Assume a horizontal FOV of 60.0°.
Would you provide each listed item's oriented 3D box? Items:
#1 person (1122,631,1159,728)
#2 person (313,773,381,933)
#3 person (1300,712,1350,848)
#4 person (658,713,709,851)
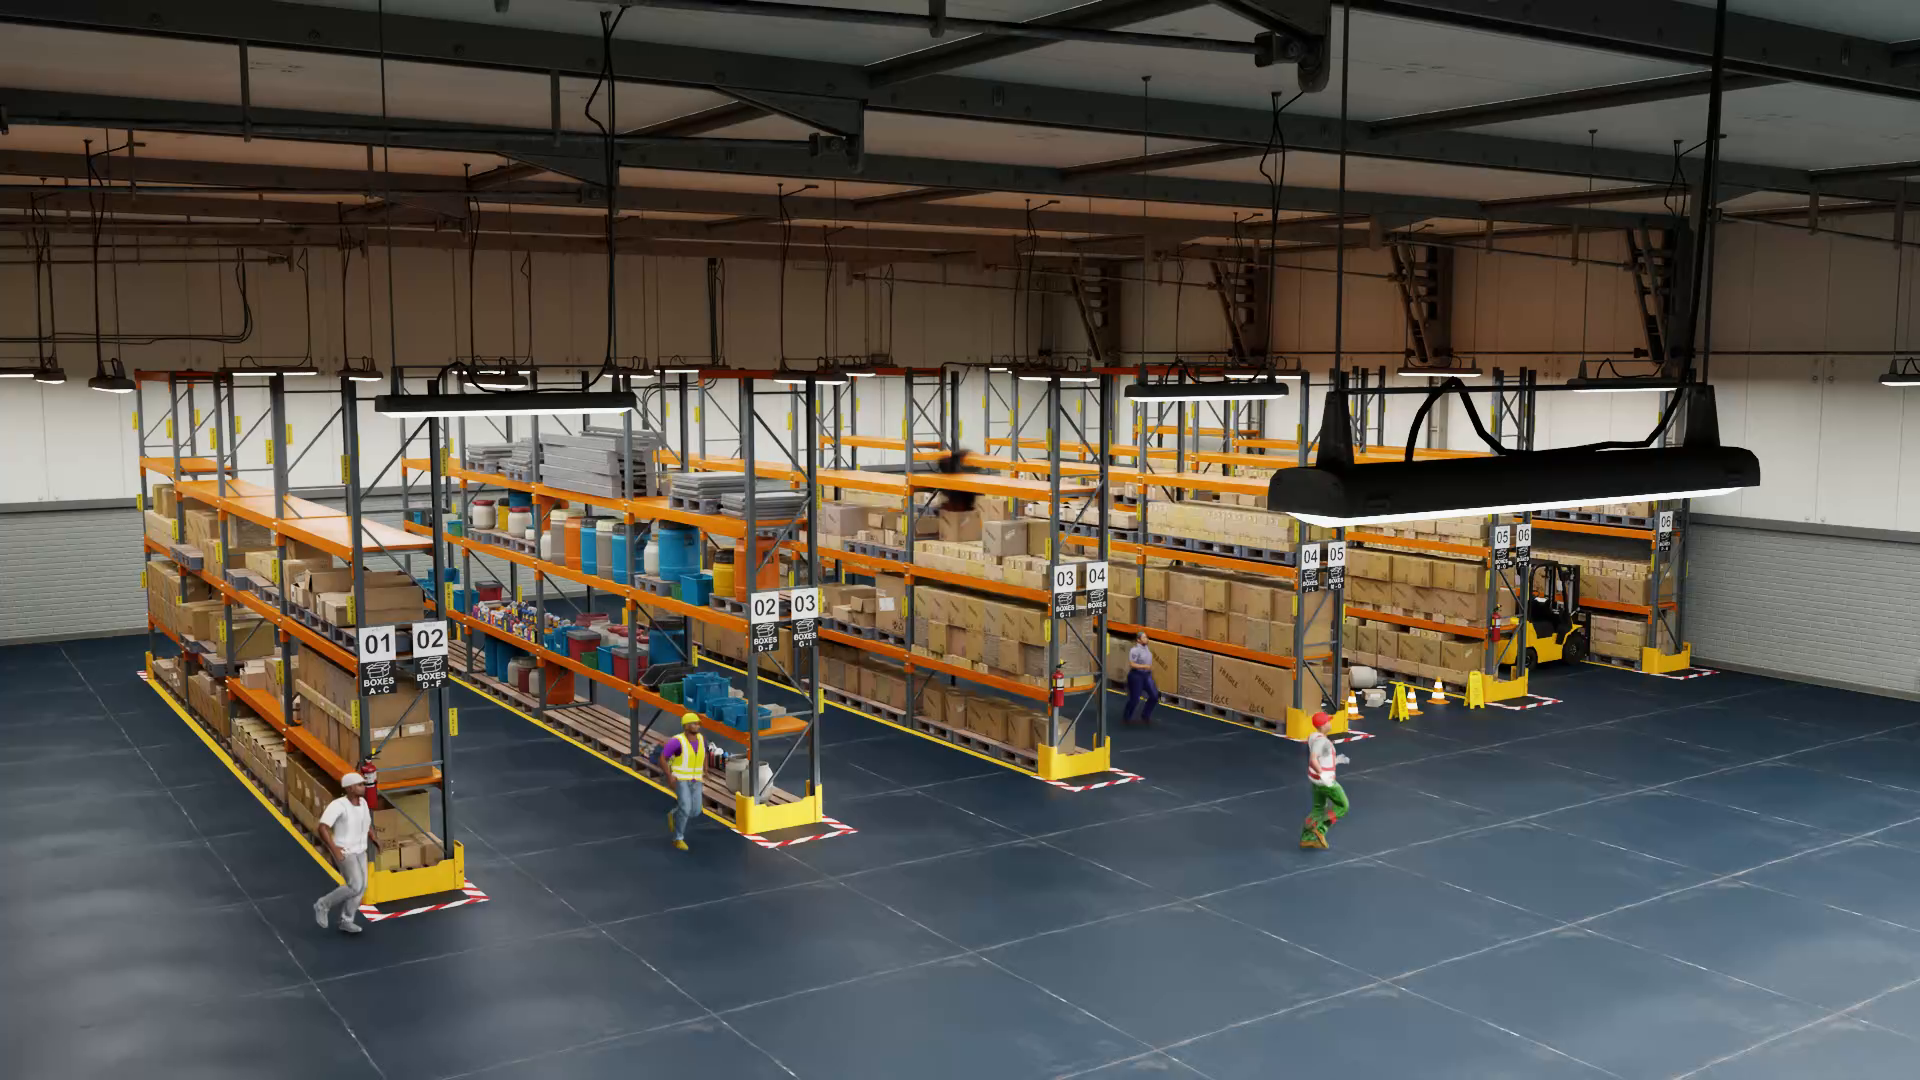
[{"bbox_3d":[3.052,2.368,28.090,0.598,1.685,0.703,-6,9,-43],"label":"person"},{"bbox_3d":[-6.736,3.417,18.346,0.576,1.709,0.743,2,7,14],"label":"person"},{"bbox_3d":[4.669,3.051,21.187,0.645,1.741,0.639,-1,6,-7],"label":"person"},{"bbox_3d":[-3.532,3.083,21.451,0.535,1.720,0.747,6,9,44],"label":"person"}]
